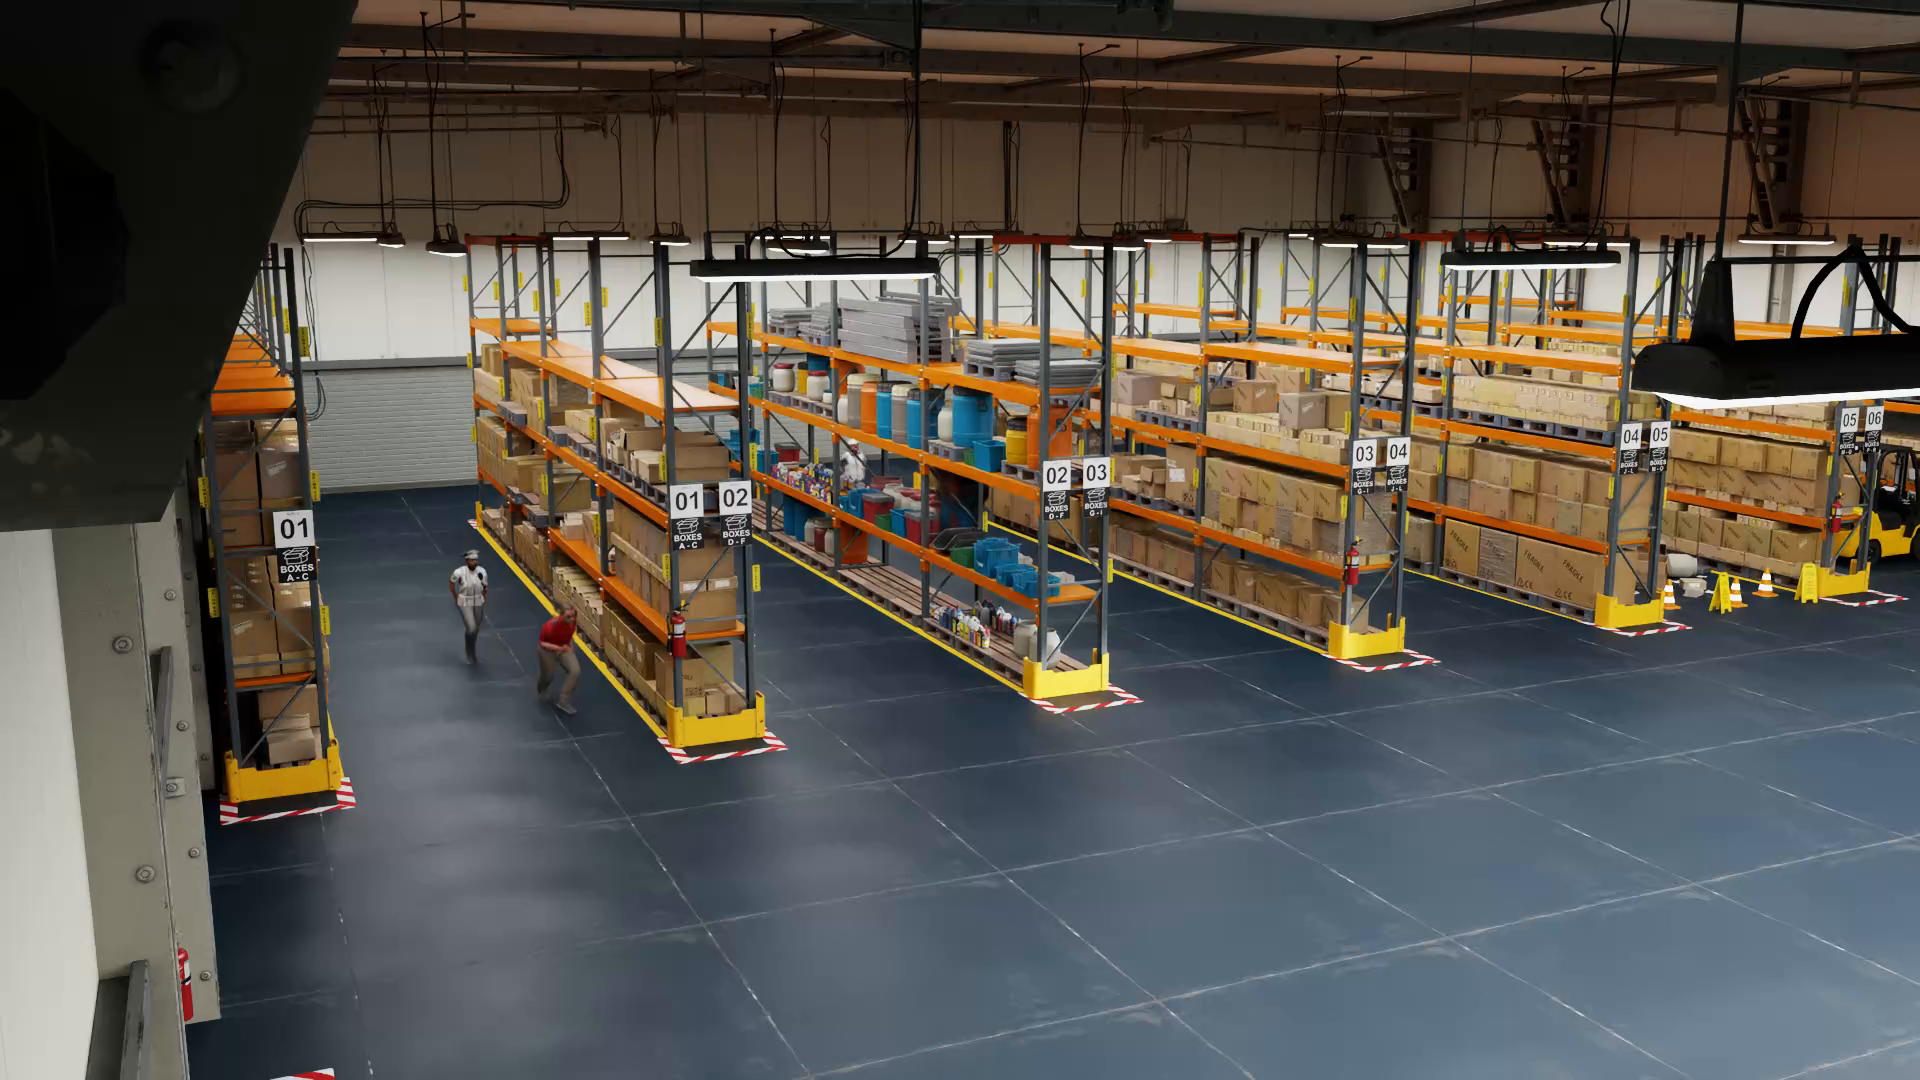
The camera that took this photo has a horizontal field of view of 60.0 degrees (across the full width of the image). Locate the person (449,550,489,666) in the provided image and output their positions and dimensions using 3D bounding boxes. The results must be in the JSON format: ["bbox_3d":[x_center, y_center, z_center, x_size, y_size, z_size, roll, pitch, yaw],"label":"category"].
[{"bbox_3d":[-7.019,0.954,23.889,0.494,1.706,0.801,-8,14,-37],"label":"person"}]

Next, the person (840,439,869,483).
[{"bbox_3d":[-2.216,-1.266,35.011,0.638,1.761,0.691,-6,13,-30],"label":"person"}]

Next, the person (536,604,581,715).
[{"bbox_3d":[-5.295,1.495,21.613,0.645,1.520,1.148,-10,15,-43],"label":"person"}]
